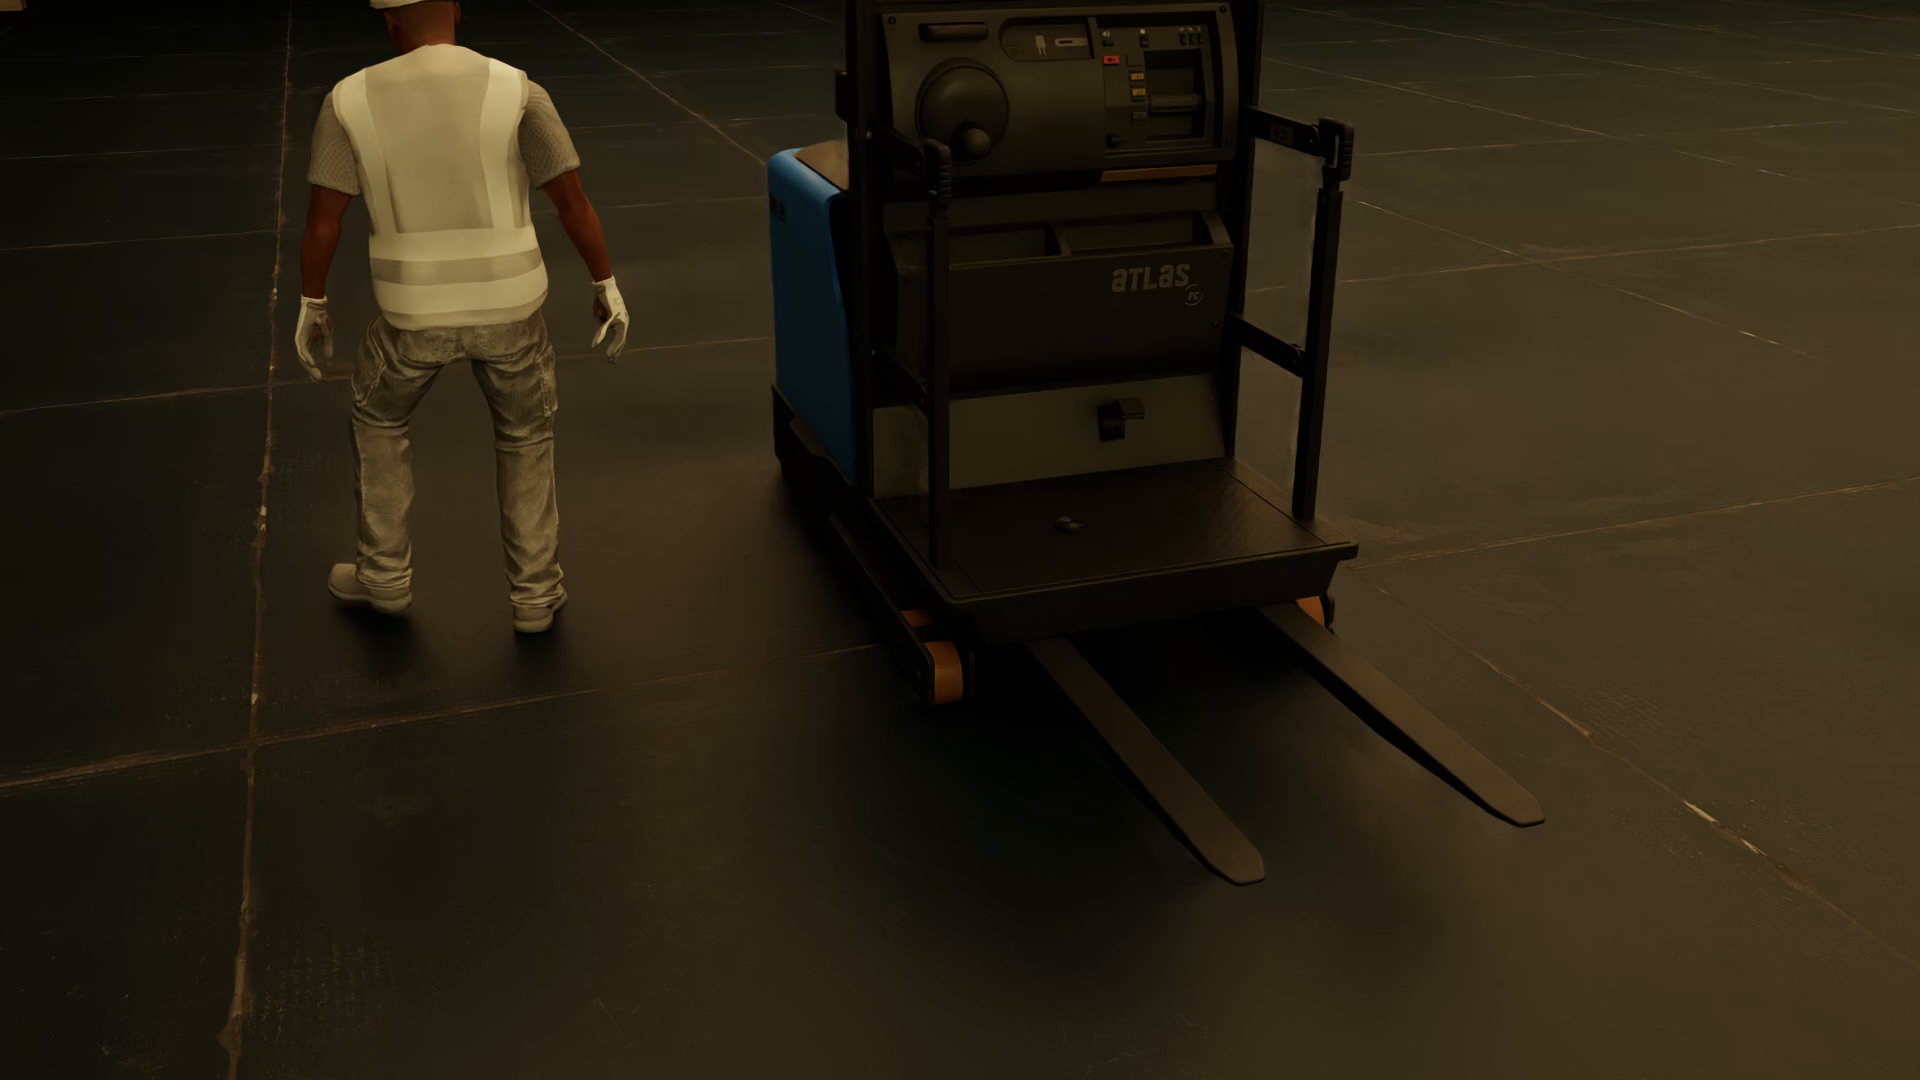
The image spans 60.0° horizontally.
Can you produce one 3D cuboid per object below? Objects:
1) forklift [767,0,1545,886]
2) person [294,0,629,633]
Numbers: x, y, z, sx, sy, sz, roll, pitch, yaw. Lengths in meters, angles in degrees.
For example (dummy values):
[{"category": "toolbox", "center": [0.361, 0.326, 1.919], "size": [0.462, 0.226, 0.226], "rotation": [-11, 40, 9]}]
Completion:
[{"category": "forklift", "center": [0.332, -1.118, 3.956], "size": [1.130, 2.935, 3.031], "rotation": [-7, 24, -17]}, {"category": "person", "center": [-1.313, -0.623, 4.320], "size": [0.878, 1.743, 0.457], "rotation": [-5, 23, -11]}]
